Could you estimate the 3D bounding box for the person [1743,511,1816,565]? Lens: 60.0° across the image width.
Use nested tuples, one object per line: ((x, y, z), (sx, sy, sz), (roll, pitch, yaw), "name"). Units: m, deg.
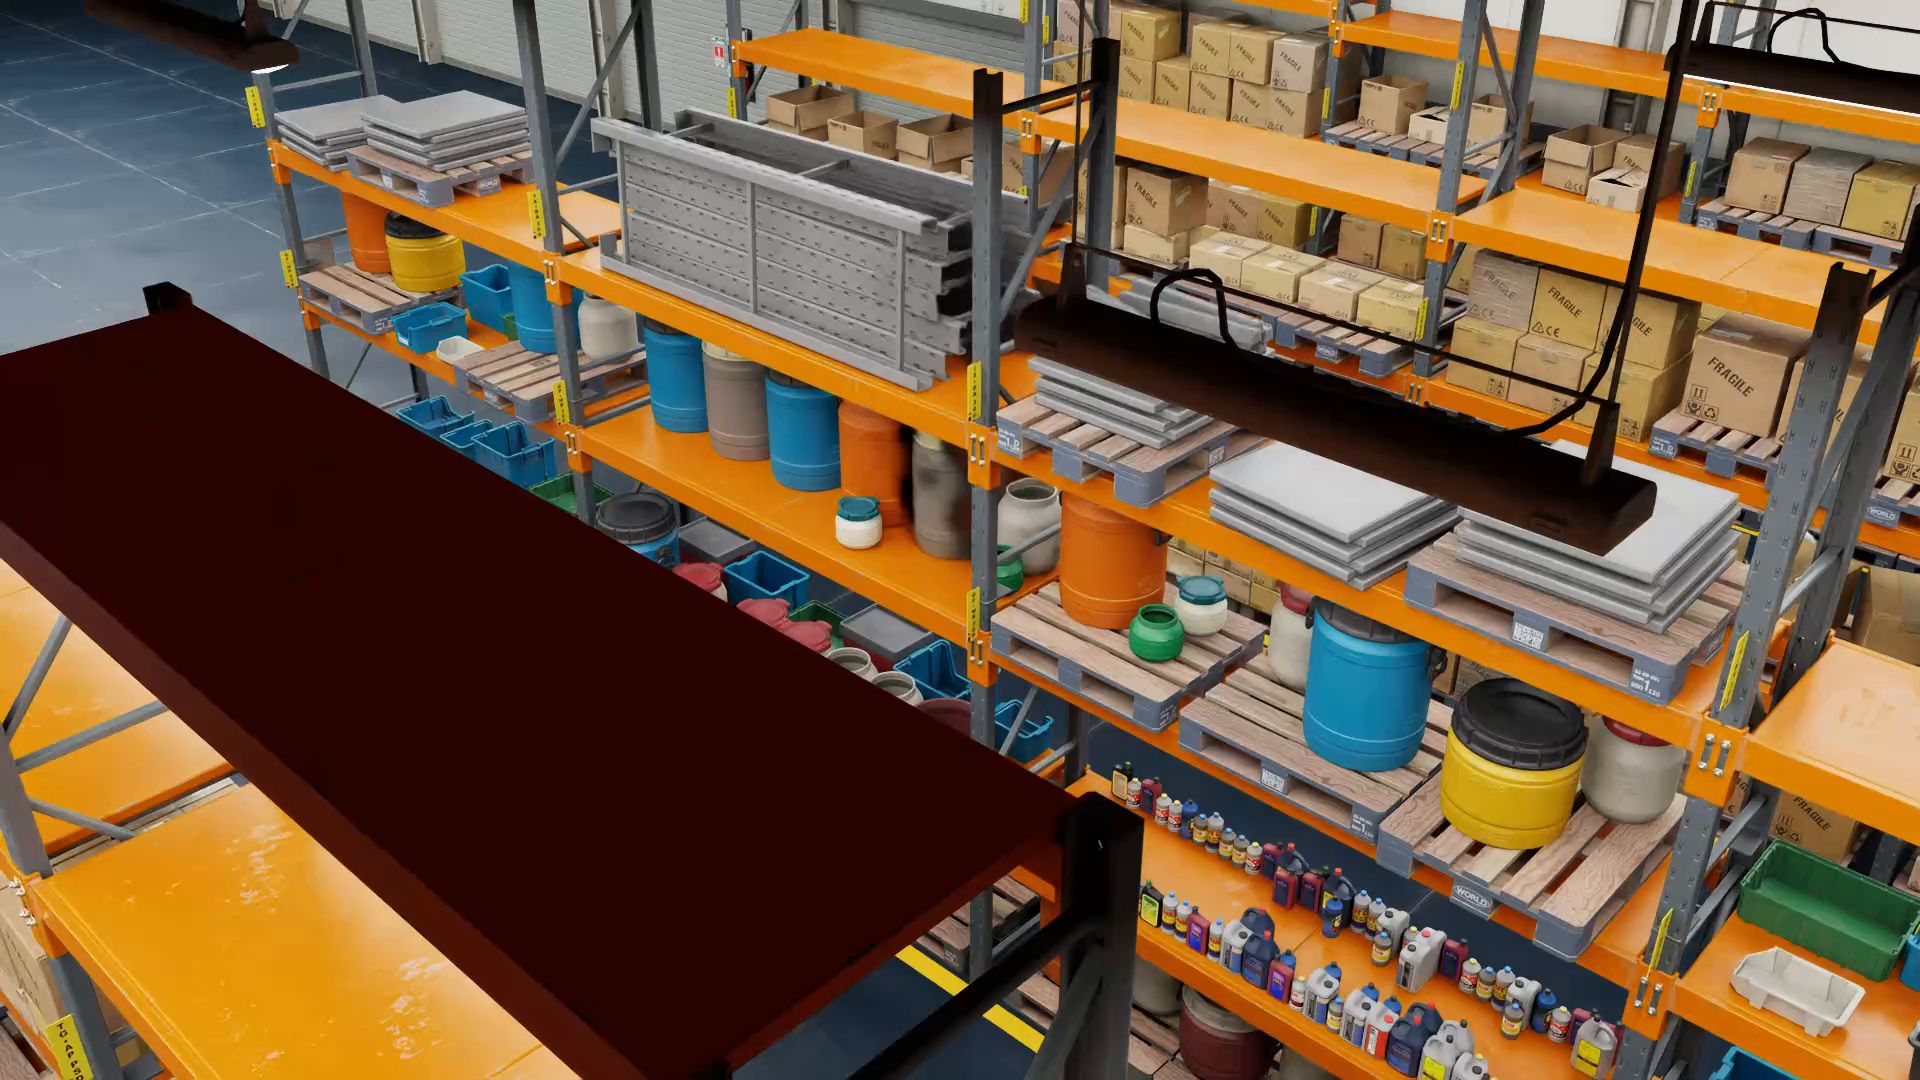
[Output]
((6.764, 0.419, 13.867), (0.676, 1.610, 0.614), (14, 32, 23), "person")
